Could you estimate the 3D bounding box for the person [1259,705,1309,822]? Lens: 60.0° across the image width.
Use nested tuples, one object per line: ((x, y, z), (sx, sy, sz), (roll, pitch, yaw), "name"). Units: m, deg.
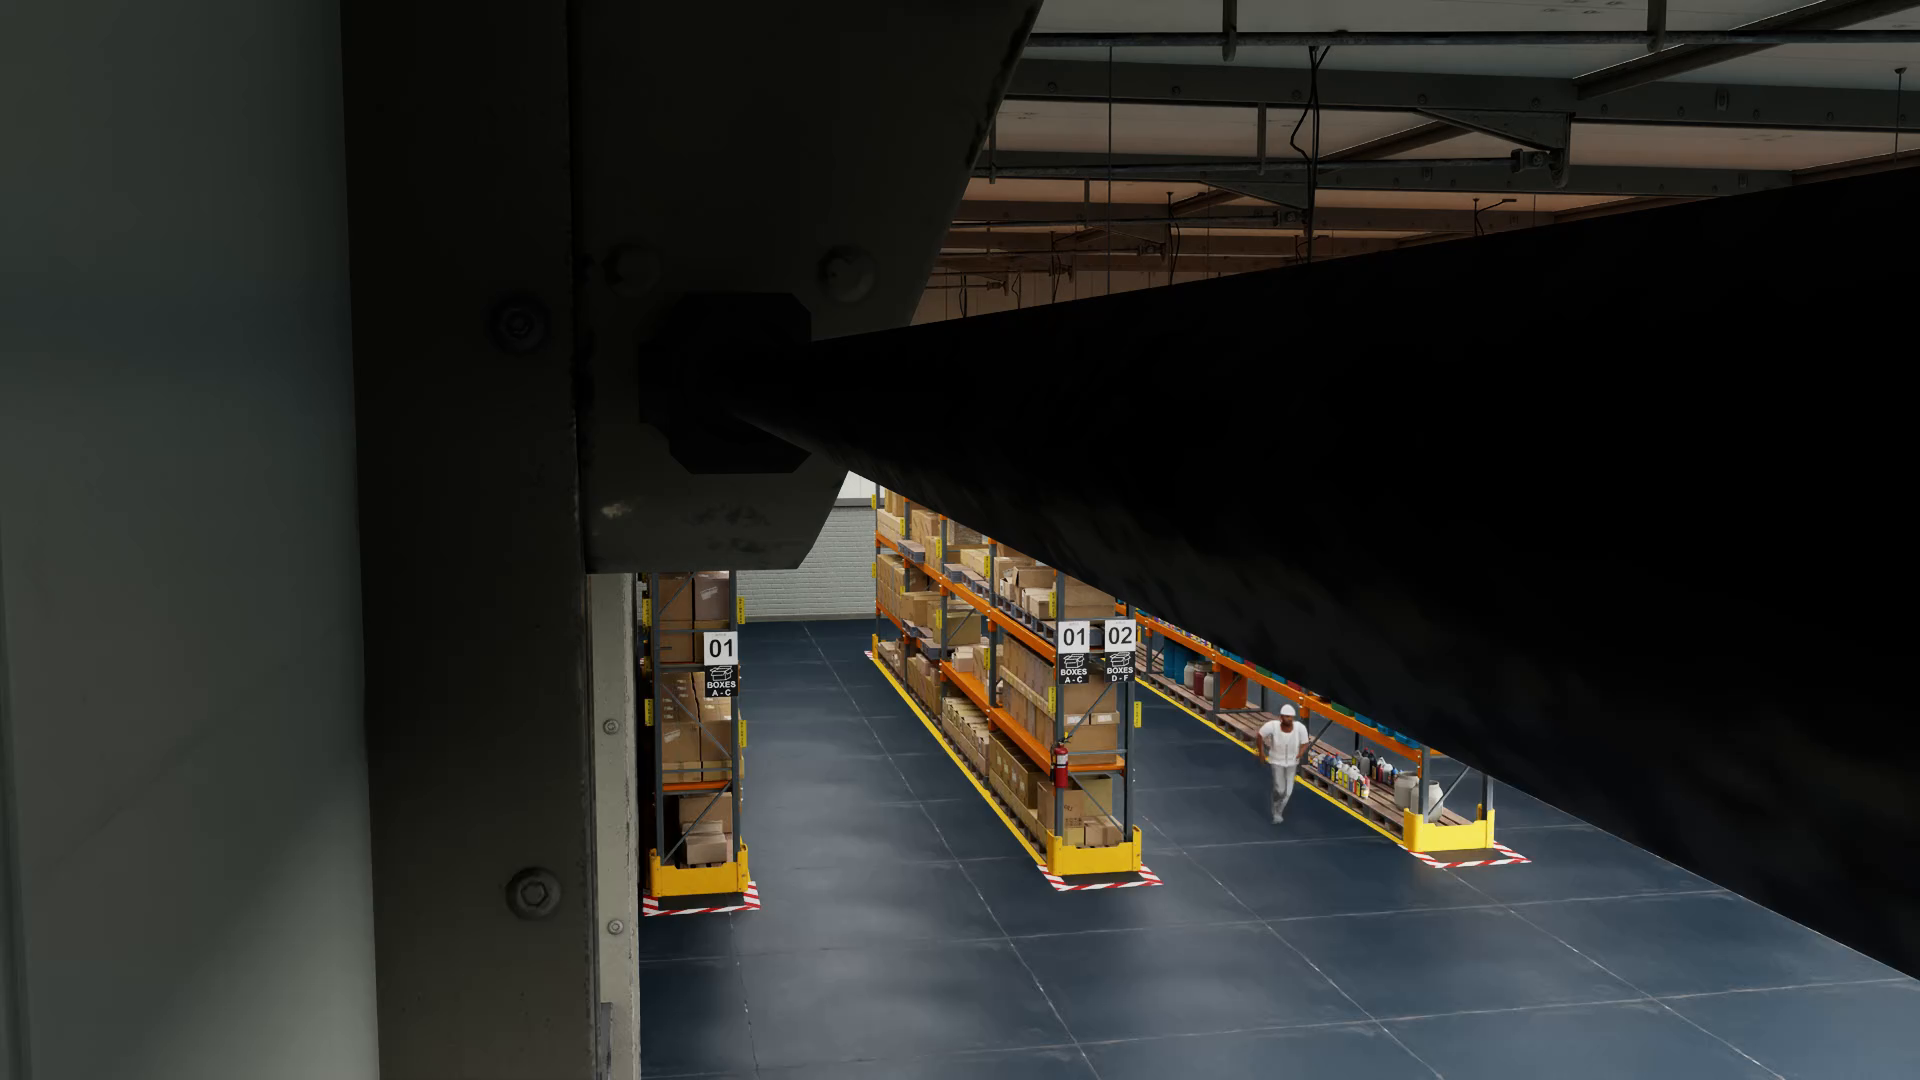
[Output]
((4.496, 3.103, 23.090), (0.649, 1.695, 0.603), (-1, 6, -7), "person")
